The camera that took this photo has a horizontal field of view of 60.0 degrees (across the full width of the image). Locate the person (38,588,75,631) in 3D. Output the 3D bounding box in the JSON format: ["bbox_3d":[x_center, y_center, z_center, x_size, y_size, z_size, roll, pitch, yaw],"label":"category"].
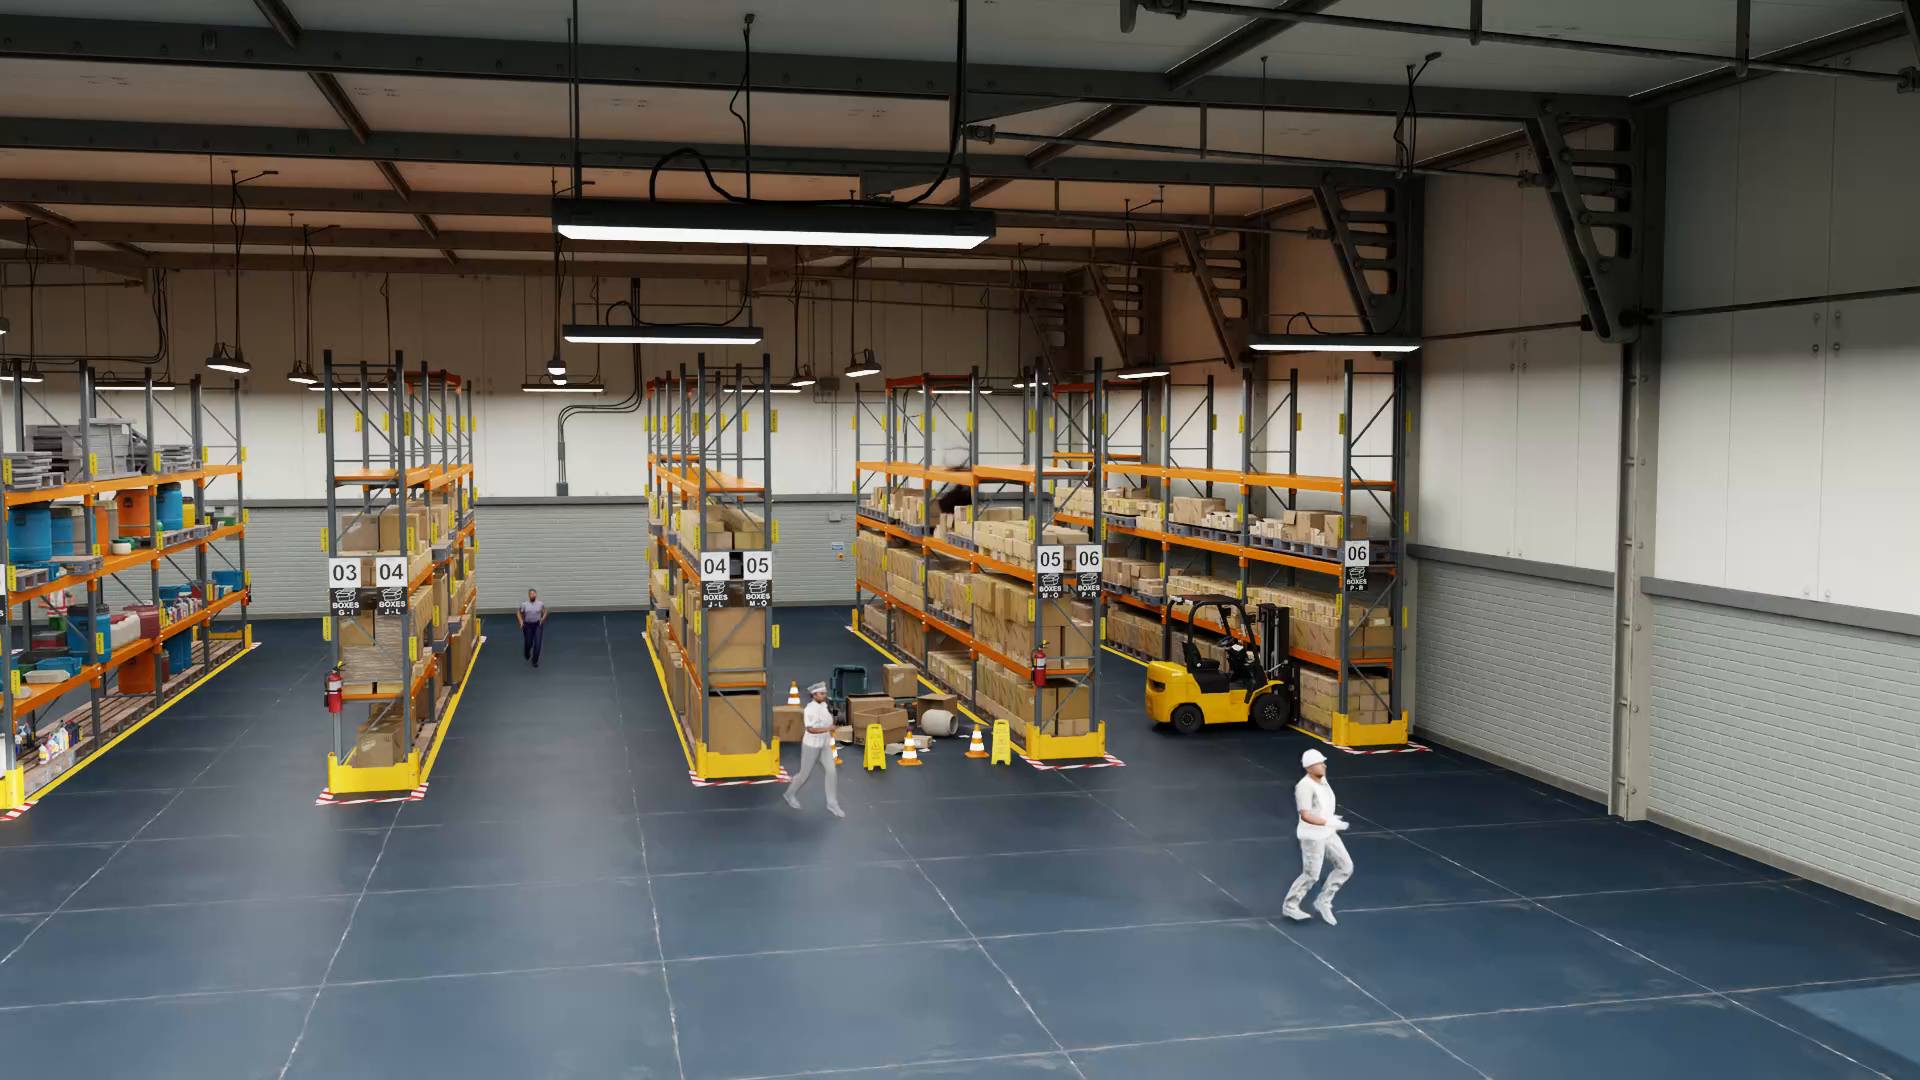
[{"bbox_3d":[-19.132,1.650,35.243,0.697,1.823,0.915,-1,4,-21],"label":"person"}]

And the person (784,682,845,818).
[{"bbox_3d":[-1.851,2.660,21.297,0.862,1.714,0.557,3,5,33],"label":"person"}]

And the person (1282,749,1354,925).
[{"bbox_3d":[3.592,2.974,16.646,0.705,1.782,0.693,3,5,35],"label":"person"}]

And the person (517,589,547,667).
[{"bbox_3d":[-8.856,1.817,34.477,0.609,1.608,0.554,-1,4,-20],"label":"person"}]
